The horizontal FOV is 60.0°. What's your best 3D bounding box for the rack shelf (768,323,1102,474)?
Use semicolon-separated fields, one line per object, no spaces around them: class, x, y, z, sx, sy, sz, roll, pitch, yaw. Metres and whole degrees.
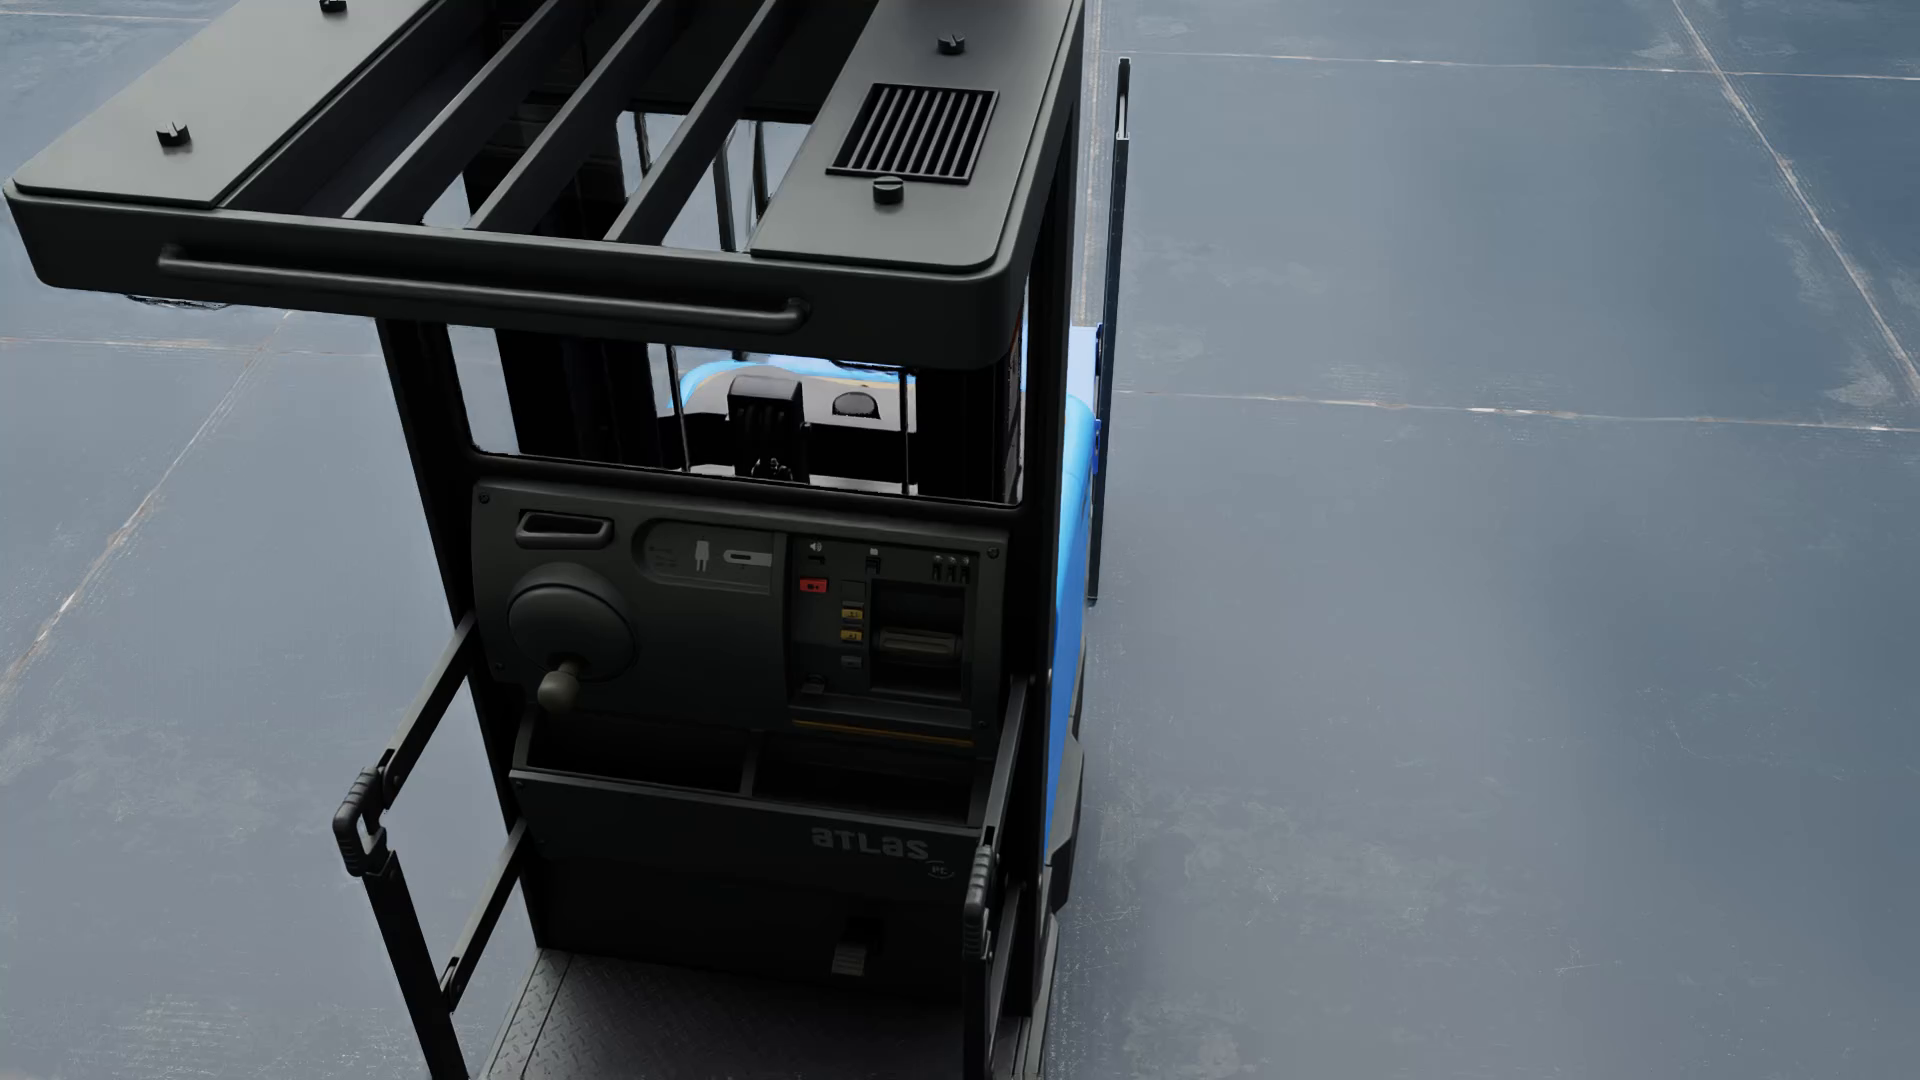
rack shelf;-0.085;-0.447;4.896;1.000;0.185;0.538;3;39;4

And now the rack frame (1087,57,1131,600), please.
rack frame;0.421;-0.559;4.748;0.032;1.500;0.500;3;39;4

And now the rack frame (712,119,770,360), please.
rack frame;-0.591;-0.614;4.816;0.032;1.500;0.500;3;39;4

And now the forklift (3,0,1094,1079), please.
forklift;-0.418;0.204;2.678;1.130;2.935;3.031;6;40;7

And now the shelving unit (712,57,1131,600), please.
shelving unit;-0.085;-0.586;4.782;1.048;1.500;0.538;3;39;4
